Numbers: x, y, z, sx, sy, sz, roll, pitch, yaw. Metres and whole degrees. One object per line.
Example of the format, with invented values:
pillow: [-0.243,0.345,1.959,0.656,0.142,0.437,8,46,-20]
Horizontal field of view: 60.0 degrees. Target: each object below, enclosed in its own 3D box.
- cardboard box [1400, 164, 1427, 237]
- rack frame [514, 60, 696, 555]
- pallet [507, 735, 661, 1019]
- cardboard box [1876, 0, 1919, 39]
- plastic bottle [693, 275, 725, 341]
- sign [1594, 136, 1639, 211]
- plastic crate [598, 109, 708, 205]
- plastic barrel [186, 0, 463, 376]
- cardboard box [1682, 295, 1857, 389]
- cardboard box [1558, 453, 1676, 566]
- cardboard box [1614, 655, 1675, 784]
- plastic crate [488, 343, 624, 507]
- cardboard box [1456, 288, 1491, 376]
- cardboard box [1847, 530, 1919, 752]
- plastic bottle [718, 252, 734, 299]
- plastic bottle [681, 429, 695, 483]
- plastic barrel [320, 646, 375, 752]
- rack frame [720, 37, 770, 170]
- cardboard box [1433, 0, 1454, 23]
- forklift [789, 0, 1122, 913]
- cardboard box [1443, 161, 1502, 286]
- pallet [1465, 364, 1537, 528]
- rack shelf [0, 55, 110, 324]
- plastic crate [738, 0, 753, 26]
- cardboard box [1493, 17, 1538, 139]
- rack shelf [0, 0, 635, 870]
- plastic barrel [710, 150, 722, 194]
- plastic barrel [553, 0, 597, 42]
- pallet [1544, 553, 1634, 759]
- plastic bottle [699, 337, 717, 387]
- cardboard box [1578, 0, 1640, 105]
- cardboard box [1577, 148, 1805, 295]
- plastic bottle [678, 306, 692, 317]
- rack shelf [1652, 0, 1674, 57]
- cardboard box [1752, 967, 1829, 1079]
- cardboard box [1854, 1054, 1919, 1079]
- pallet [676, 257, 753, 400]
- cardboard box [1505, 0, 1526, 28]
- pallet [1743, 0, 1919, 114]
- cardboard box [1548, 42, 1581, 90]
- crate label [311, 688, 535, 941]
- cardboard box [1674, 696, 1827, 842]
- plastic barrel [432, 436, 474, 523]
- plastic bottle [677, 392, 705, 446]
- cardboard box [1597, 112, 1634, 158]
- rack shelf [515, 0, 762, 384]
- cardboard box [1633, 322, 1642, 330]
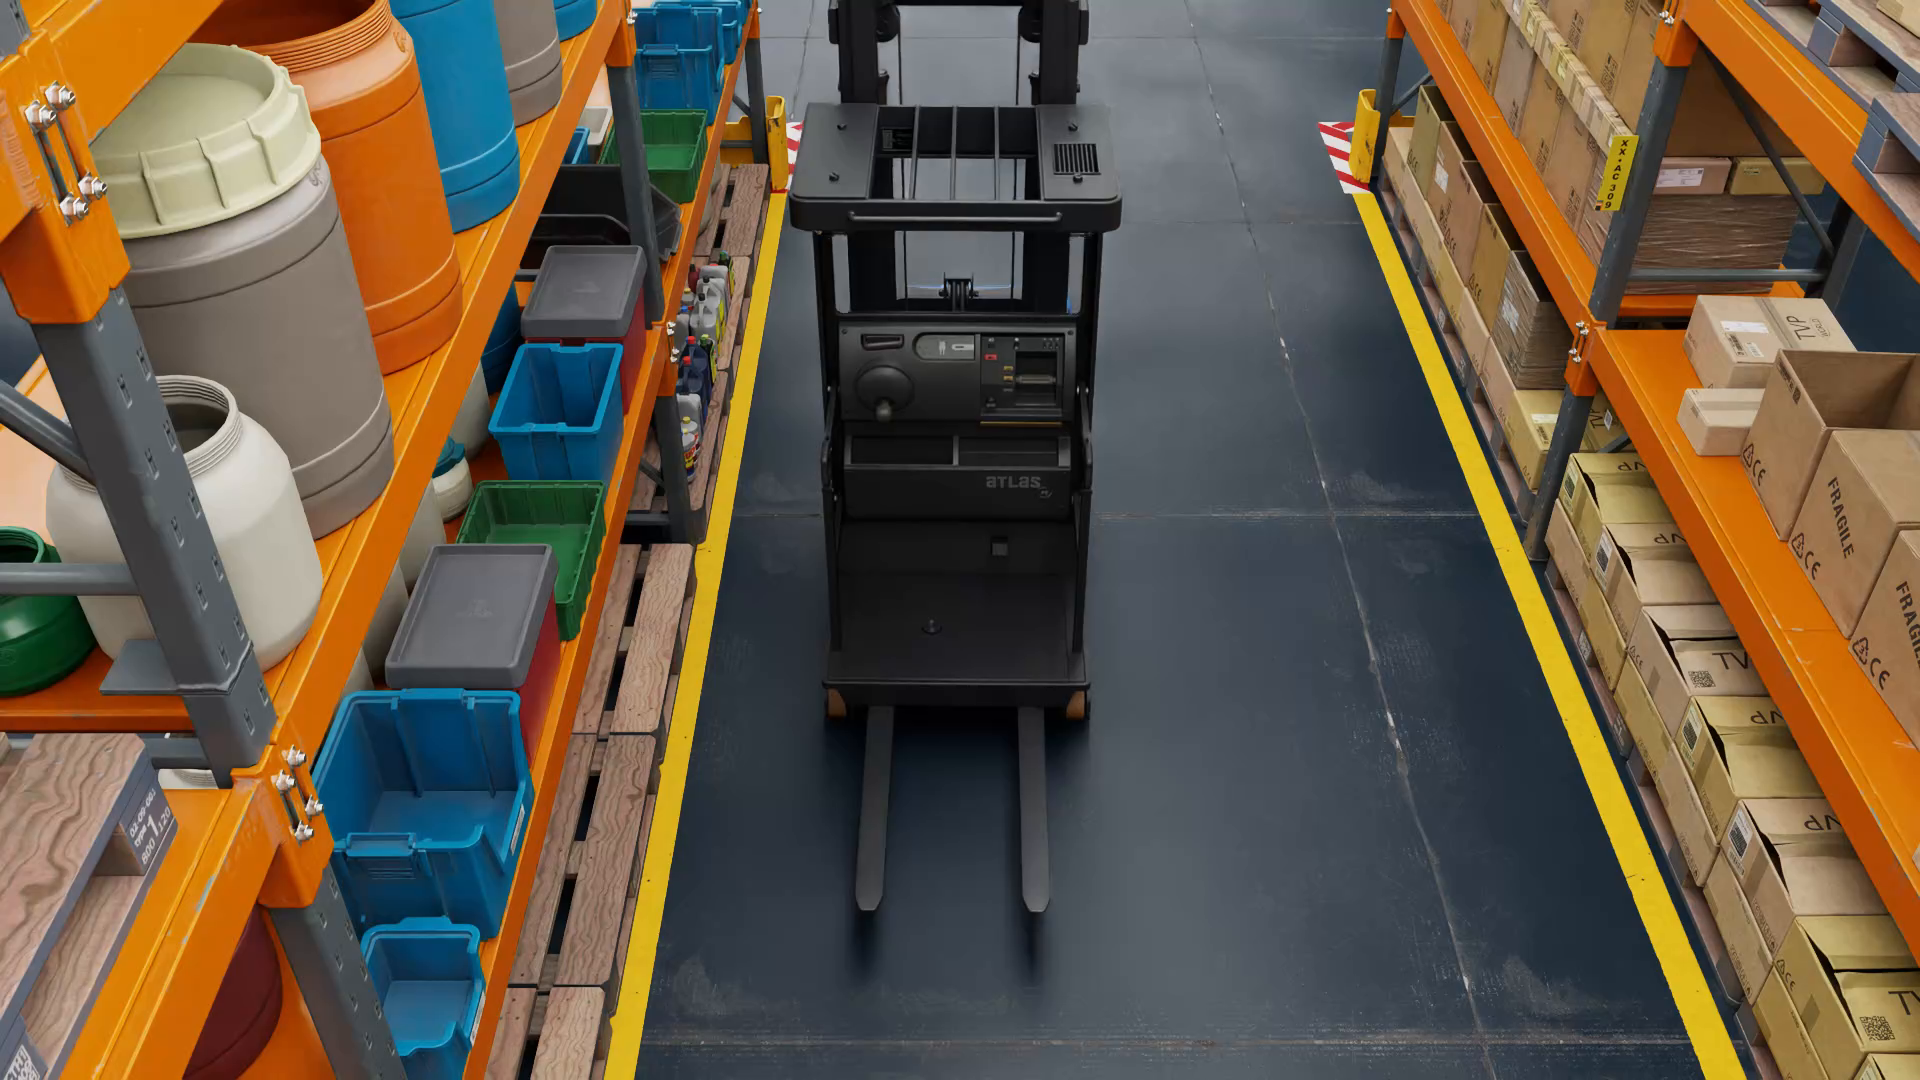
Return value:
cardboard box: [2.969,-2.048,10.015,0.500,0.250,0.500,0,39,0]
rack frame: [-1.763,-1.103,6.973,1.000,3.000,0.127,0,39,0]
pallet: [-1.719,1.242,6.277,1.003,0.211,1.213,0,39,0]
cardboard box: [3.185,-1.651,5.042,0.500,0.250,0.500,-4,39,-4]
plastic bottle: [-1.349,-1.246,8.918,0.144,0.351,0.185,1,39,2]
sign: [2.636,-1.471,6.677,0.100,0.325,0.005,0,39,0]
plastic crate: [-1.482,-1.869,8.098,0.450,0.188,0.662,0,39,0]
plastic barrel: [-1.543,-0.862,3.930,0.600,0.830,0.708,0,39,0]
cardboard box: [3.235,-0.737,6.637,0.500,0.250,0.500,2,39,3]
cardboard box: [2.942,-0.155,7.205,0.500,0.311,0.500,0,39,0]
cardboard box: [2.946,0.701,6.585,0.500,0.250,0.500,-1,39,-1]
plastic crate: [-1.450,-0.407,6.117,0.392,0.384,0.575,0,39,0]
cardboard box: [2.966,-1.110,8.845,0.500,0.250,0.500,0,39,0]
cardboard box: [3.177,0.309,5.131,0.500,0.500,0.500,-2,39,-2]
plastic bottle: [-1.308,-1.494,9.282,0.061,0.283,0.133,1,39,1]
plastic bottle: [-1.325,-0.409,7.937,0.097,0.271,0.097,0,39,0]
plastic barrel: [-1.973,0.449,4.948,0.421,0.512,0.421,0,39,0]
rack frame: [-1.767,-3.604,10.094,1.000,3.000,0.127,0,39,0]
cardboard box: [3.174,-3.352,9.700,0.700,0.500,0.500,0,39,0]
forklift: [-0.010,-0.583,6.379,1.130,2.935,3.031,0,39,1]
cardboard box: [2.963,-1.715,9.000,0.500,0.500,0.500,0,39,0]
pallet: [3.232,-0.513,8.467,1.003,0.211,1.213,0,39,0]
rack shelf: [-1.756,0.745,0.765,1.077,0.370,4.000,0,39,0]
plastic crate: [-1.467,-3.233,9.750,0.499,0.251,0.616,0,39,0]
cardboard box: [3.178,-2.384,8.492,0.700,0.500,0.500,1,39,1]
rack shelf: [-1.760,-0.742,4.699,1.077,0.370,4.000,0,39,0]
plastic barrel: [-1.690,-2.385,10.227,0.421,0.512,0.421,0,39,0]
plastic barrel: [-1.545,-2.151,5.481,0.600,0.901,0.708,0,39,0]
pallet: [3.231,0.445,7.271,1.003,0.211,1.213,0,39,0]
plastic bottle: [-1.307,-0.941,8.591,0.061,0.283,0.133,2,39,2]
cardboard box: [3.182,-2.243,7.278,0.700,0.500,0.500,0,39,0]
cardboard box: [3.184,-1.420,7.289,0.700,0.500,0.500,-1,39,-1]
plastic bottle: [-1.470,-1.160,8.930,0.097,0.201,0.097,0,39,0]
rack shelf: [3.189,-3.244,7.822,1.077,0.370,4.000,0,39,0]
cardboard box: [2.947,1.656,5.394,0.500,0.250,0.500,0,39,-1]
cardboard box: [2.949,1.761,4.814,0.500,0.311,0.500,1,39,1]
pallet: [-1.726,-1.199,9.323,1.003,0.211,1.213,0,39,0]
cardboard box: [2.972,-2.691,8.356,0.380,0.149,0.250,0,39,0]
pallet: [3.205,-1.648,5.408,0.805,0.209,1.217,-1,39,-2]
cardboard box: [2.977,-2.202,7.746,0.380,0.149,0.250,0,39,0]
crate label: [-1.489,0.764,4.616,0.502,0.435,0.616,0,39,0]
cardboard box: [2.945,0.807,6.005,0.500,0.311,0.500,1,39,1]
plastic barrel: [-1.914,-0.221,5.983,0.301,0.262,0.301,0,39,0]
plastic bottle: [-1.352,-0.613,8.188,0.152,0.276,0.135,1,39,2]
cardboard box: [2.978,-1.720,7.145,0.380,0.149,0.250,-1,39,-1]
rack shelf: [-1.765,-2.073,8.758,1.077,0.370,4.000,0,39,0]
cardboard box: [3.495,-1.090,8.221,0.500,0.500,0.500,0,39,0]
